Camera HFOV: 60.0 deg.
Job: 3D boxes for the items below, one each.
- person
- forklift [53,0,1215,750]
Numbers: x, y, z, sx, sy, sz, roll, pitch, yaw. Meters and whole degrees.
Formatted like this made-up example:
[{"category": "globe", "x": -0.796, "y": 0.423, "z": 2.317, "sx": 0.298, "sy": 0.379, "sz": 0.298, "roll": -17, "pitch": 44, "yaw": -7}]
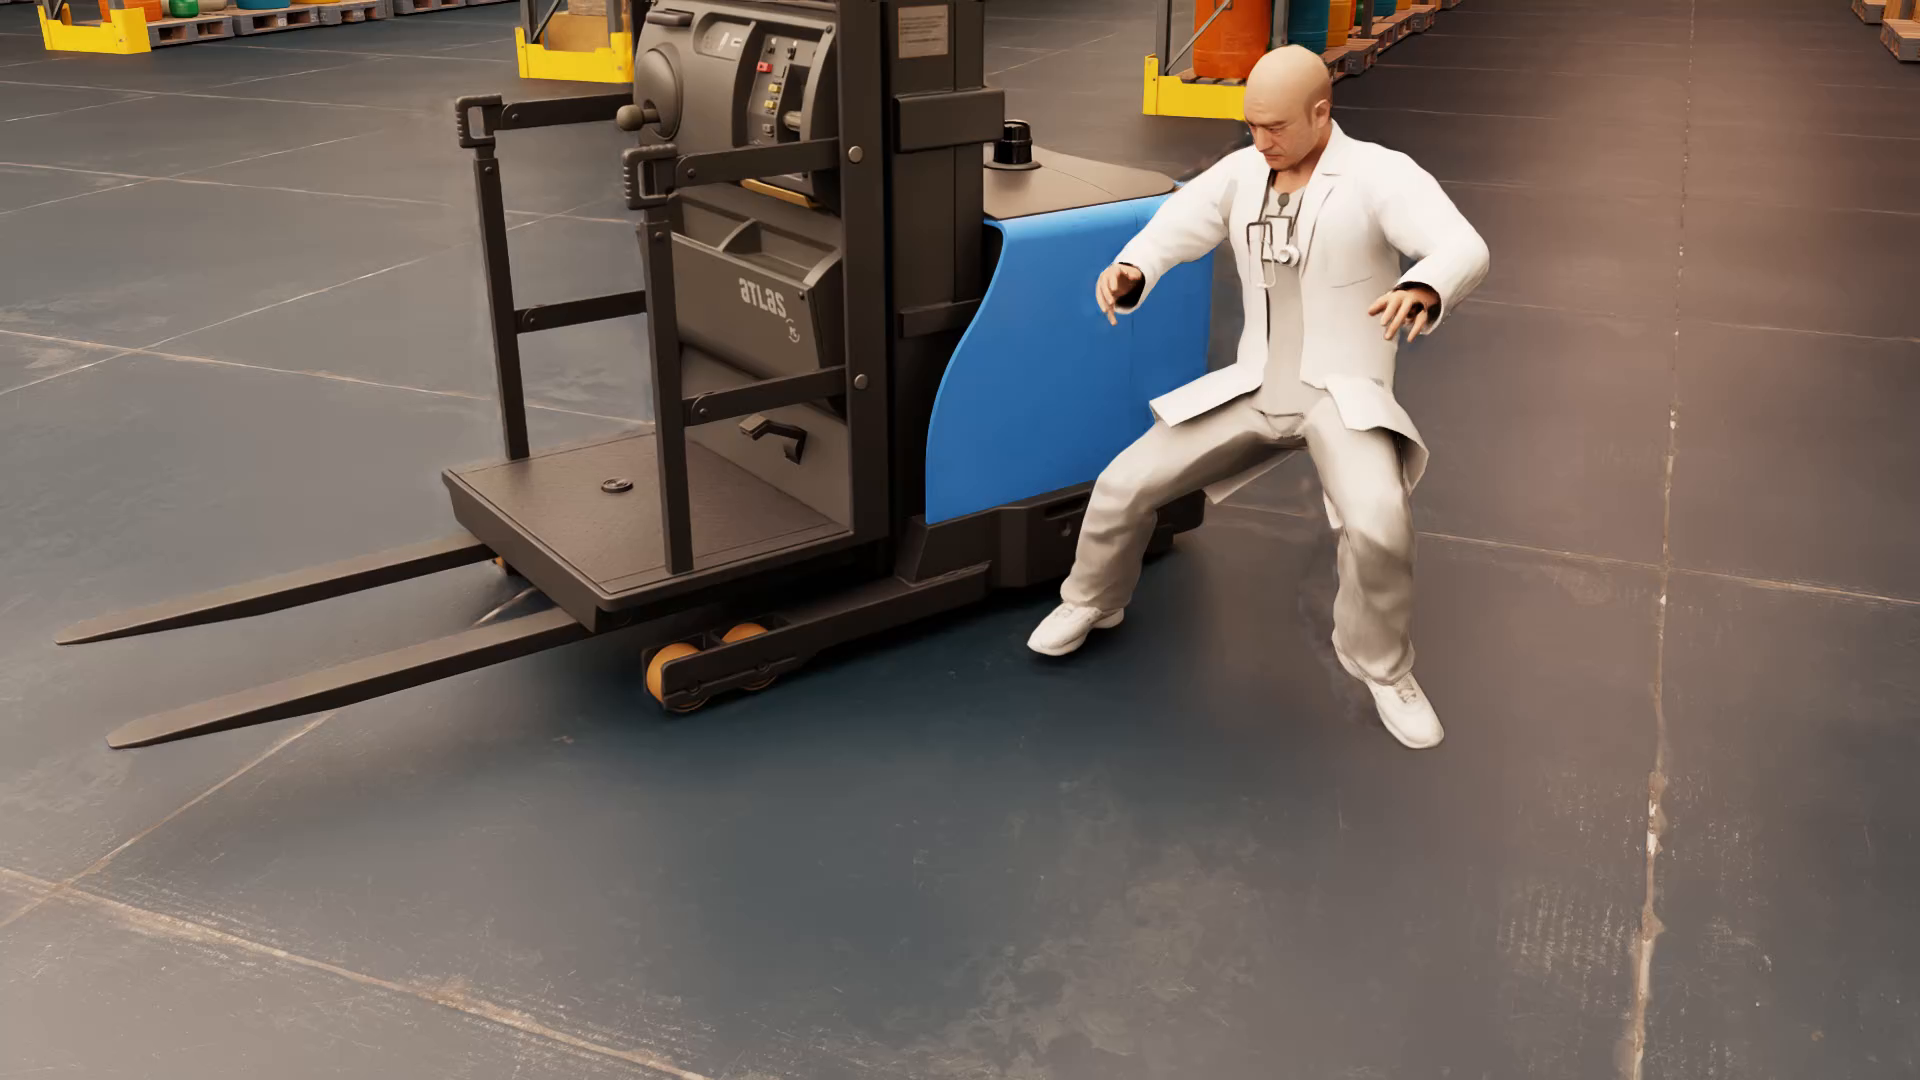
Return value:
[{"category": "person", "x": 0.688, "y": -0.338, "z": 3.833, "sx": 0.771, "sy": 1.515, "sz": 1.065, "roll": -21, "pitch": 30, "yaw": -40}, {"category": "forklift", "x": -0.750, "y": -1.160, "z": 4.069, "sx": 3.031, "sy": 2.935, "sz": 1.130, "roll": -16, "pitch": 27, "yaw": -33}]
